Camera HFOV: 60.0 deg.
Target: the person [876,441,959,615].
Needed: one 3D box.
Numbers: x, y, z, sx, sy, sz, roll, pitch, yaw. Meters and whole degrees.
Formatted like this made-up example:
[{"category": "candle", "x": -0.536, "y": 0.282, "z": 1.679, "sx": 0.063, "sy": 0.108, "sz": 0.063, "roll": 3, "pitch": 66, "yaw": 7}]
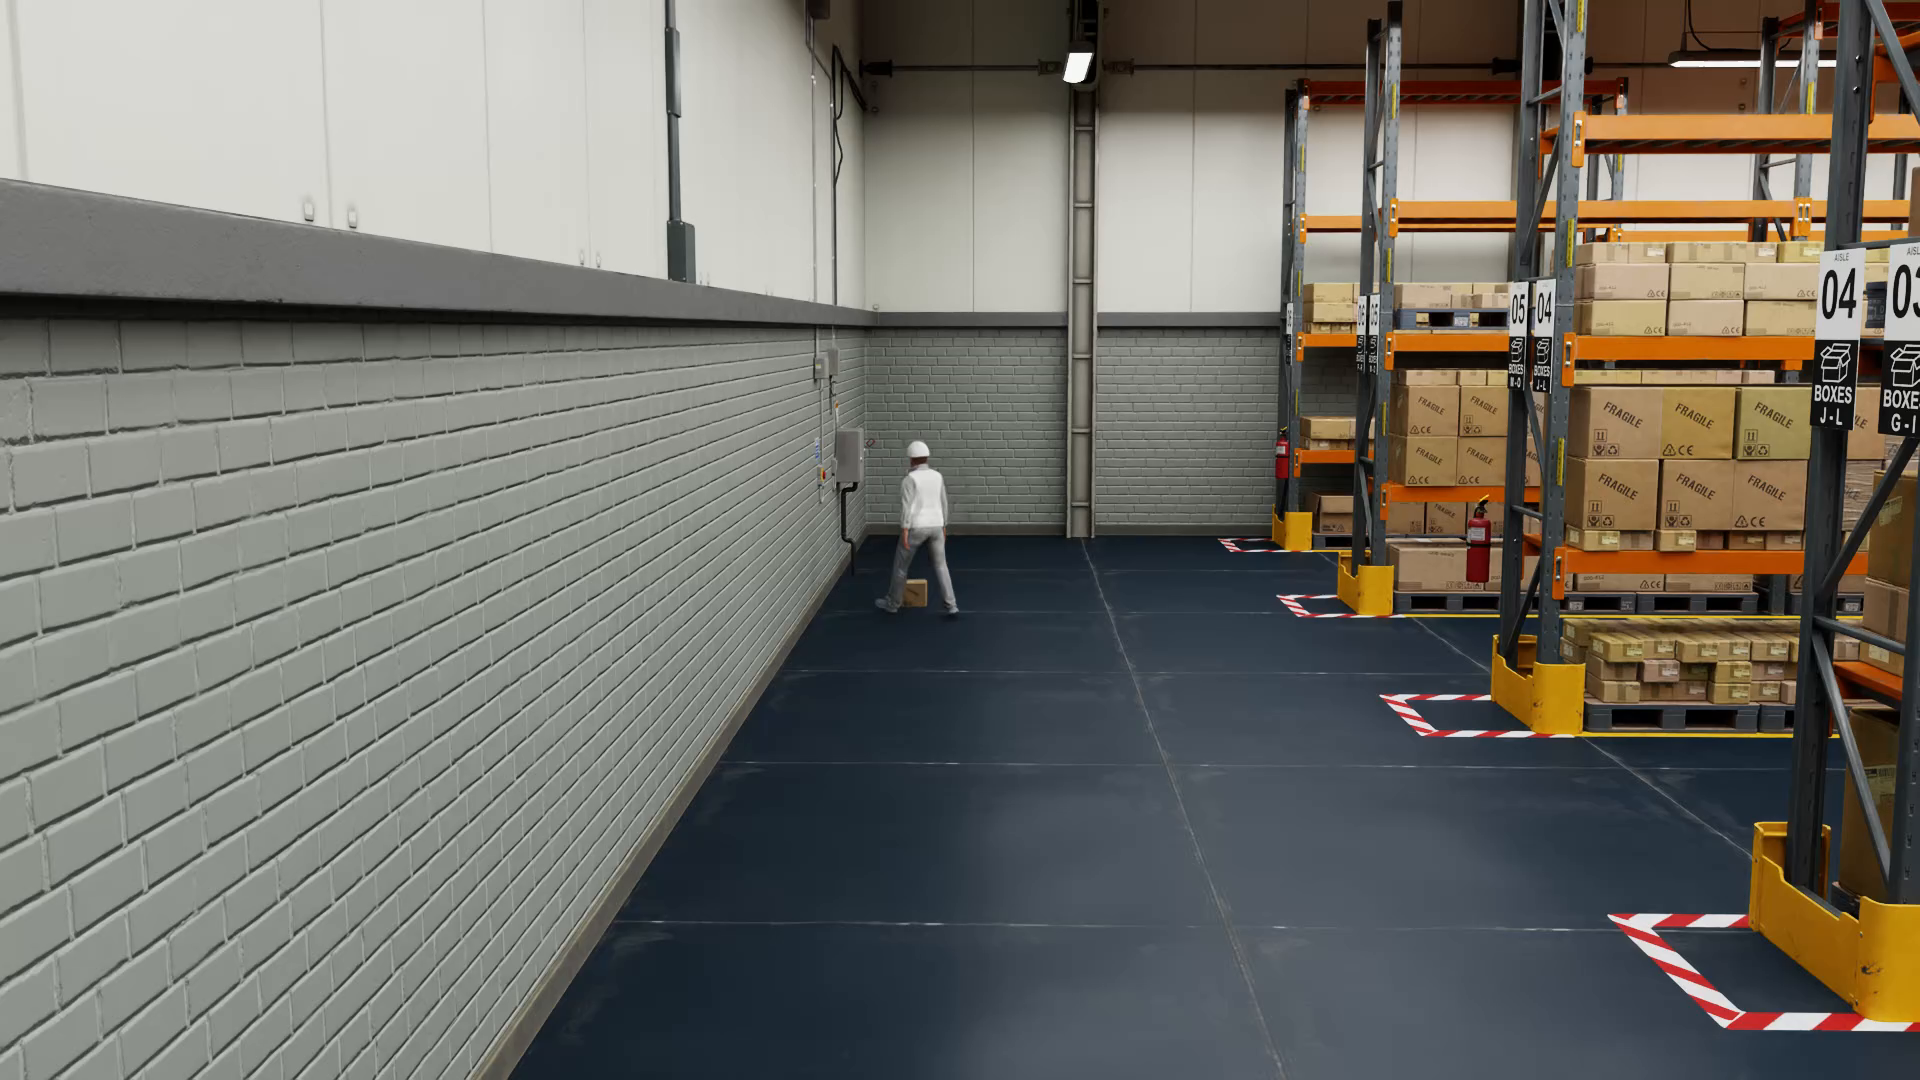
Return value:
[{"category": "person", "x": -0.388, "y": -0.117, "z": 16.649, "sx": 0.611, "sy": 1.735, "sz": 0.924, "roll": -5, "pitch": 8, "yaw": -32}]
